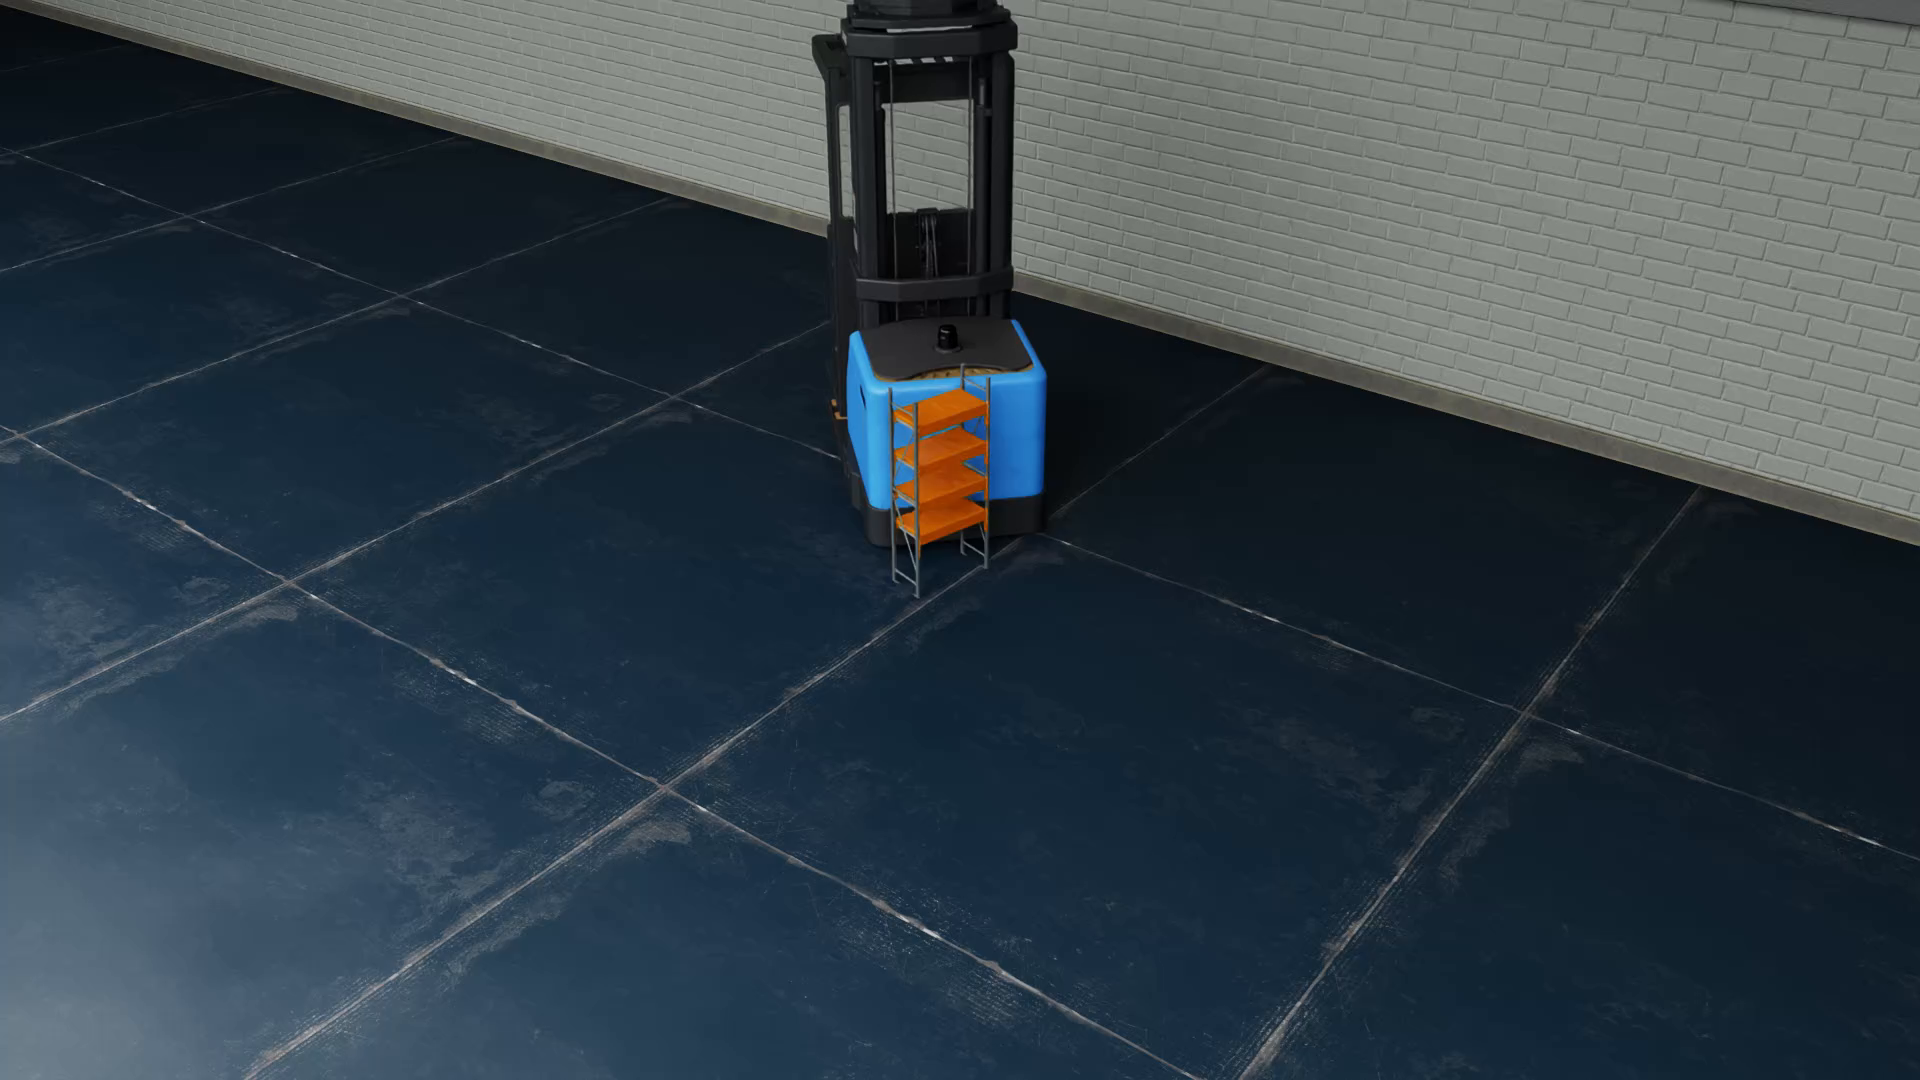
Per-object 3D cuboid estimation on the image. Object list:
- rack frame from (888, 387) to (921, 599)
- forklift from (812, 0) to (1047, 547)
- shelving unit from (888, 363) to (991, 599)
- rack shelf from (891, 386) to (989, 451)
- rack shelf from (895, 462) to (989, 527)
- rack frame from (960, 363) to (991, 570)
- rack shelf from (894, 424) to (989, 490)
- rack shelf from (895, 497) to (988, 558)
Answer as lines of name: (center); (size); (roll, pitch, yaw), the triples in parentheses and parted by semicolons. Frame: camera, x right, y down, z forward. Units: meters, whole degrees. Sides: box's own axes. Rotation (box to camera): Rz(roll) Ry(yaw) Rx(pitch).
rack frame: (-0.299, -0.240, 8.977); (0.015, 1.200, 0.240); (-22, 37, -32)
forklift: (-0.275, -1.959, 10.181); (1.130, 2.935, 3.031); (-5, 31, -9)
shelving unit: (-0.108, -0.317, 9.108); (0.503, 1.200, 0.258); (-22, 37, -32)
rack shelf: (-0.108, -0.655, 8.908); (0.480, 0.148, 0.258); (-22, 37, -32)
rack shelf: (-0.108, -0.259, 9.142); (0.480, 0.148, 0.258); (-22, 37, -32)
rack frame: (0.083, -0.394, 9.238); (0.015, 1.200, 0.240); (-22, 37, -32)
rack shelf: (-0.108, -0.452, 9.028); (0.480, 0.148, 0.258); (-22, 37, -32)
rack shelf: (-0.108, -0.088, 9.243); (0.480, 0.148, 0.258); (-22, 37, -32)
